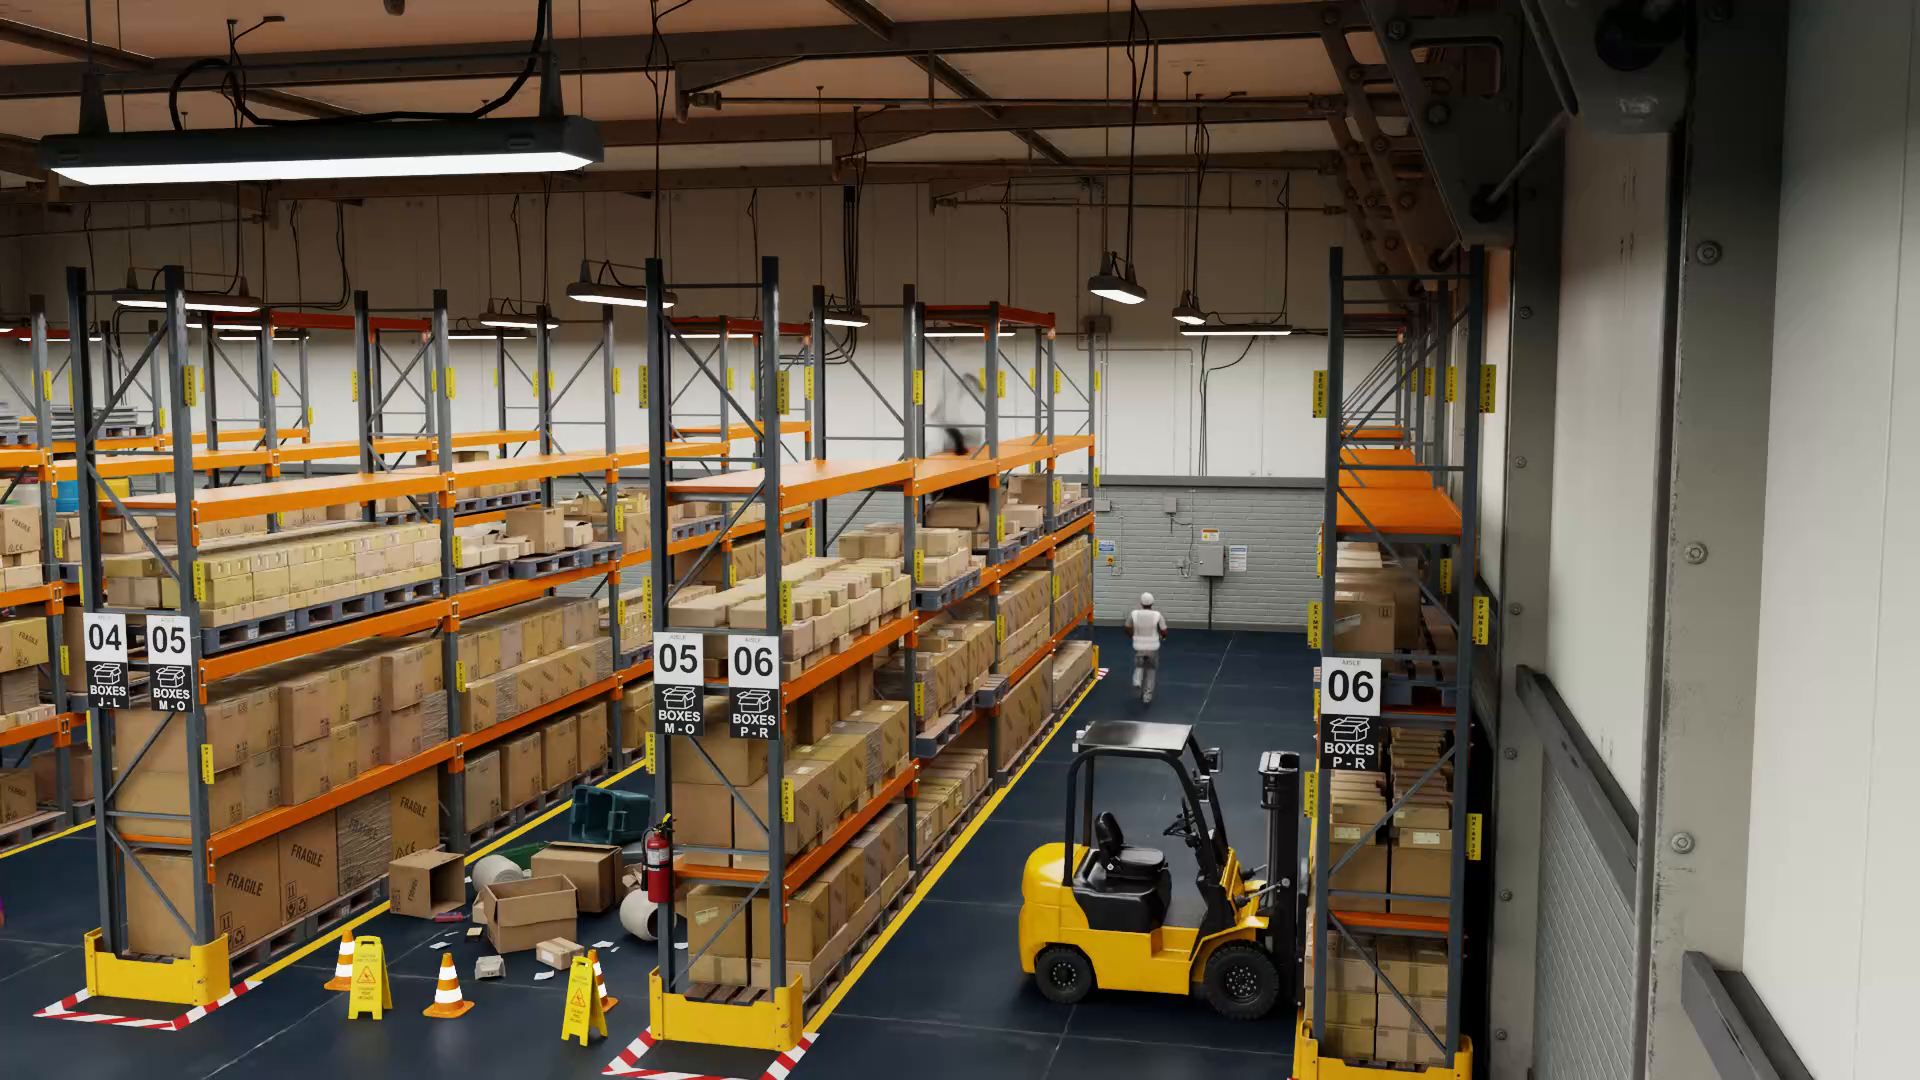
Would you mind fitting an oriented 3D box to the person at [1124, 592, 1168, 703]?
[{"bbox_3d":[2.911,1.675,25.988,0.678,1.733,0.620,1,6,14],"label":"person"}]

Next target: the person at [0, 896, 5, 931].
[{"bbox_3d":[-7.462,3.078,12.355,0.662,1.690,0.557,-4,7,-34],"label":"person"}]
